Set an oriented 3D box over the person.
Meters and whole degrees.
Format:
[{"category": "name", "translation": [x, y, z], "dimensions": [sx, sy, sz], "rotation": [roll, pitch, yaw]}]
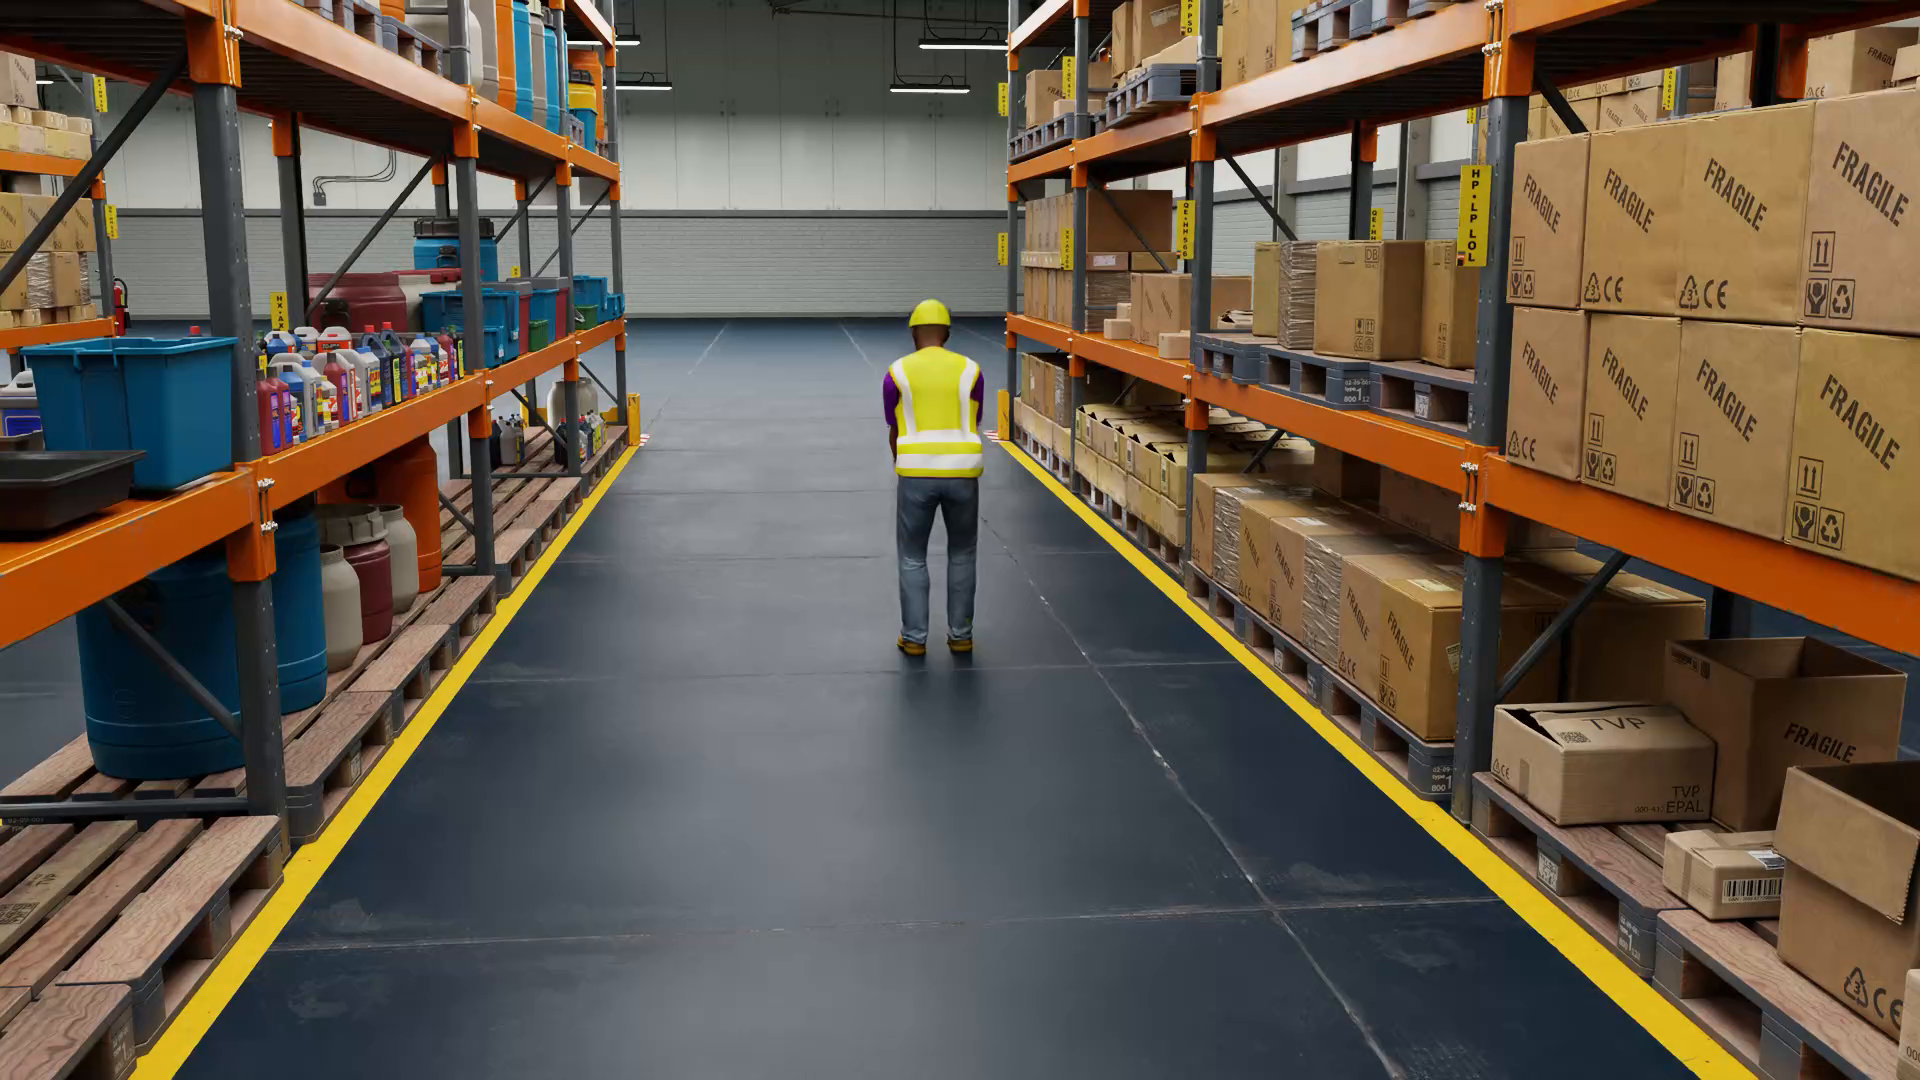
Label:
[{"category": "person", "translation": [-0.133, -0.302, 8.255], "dimensions": [0.501, 1.697, 0.598], "rotation": [-1, 10, -7]}]
